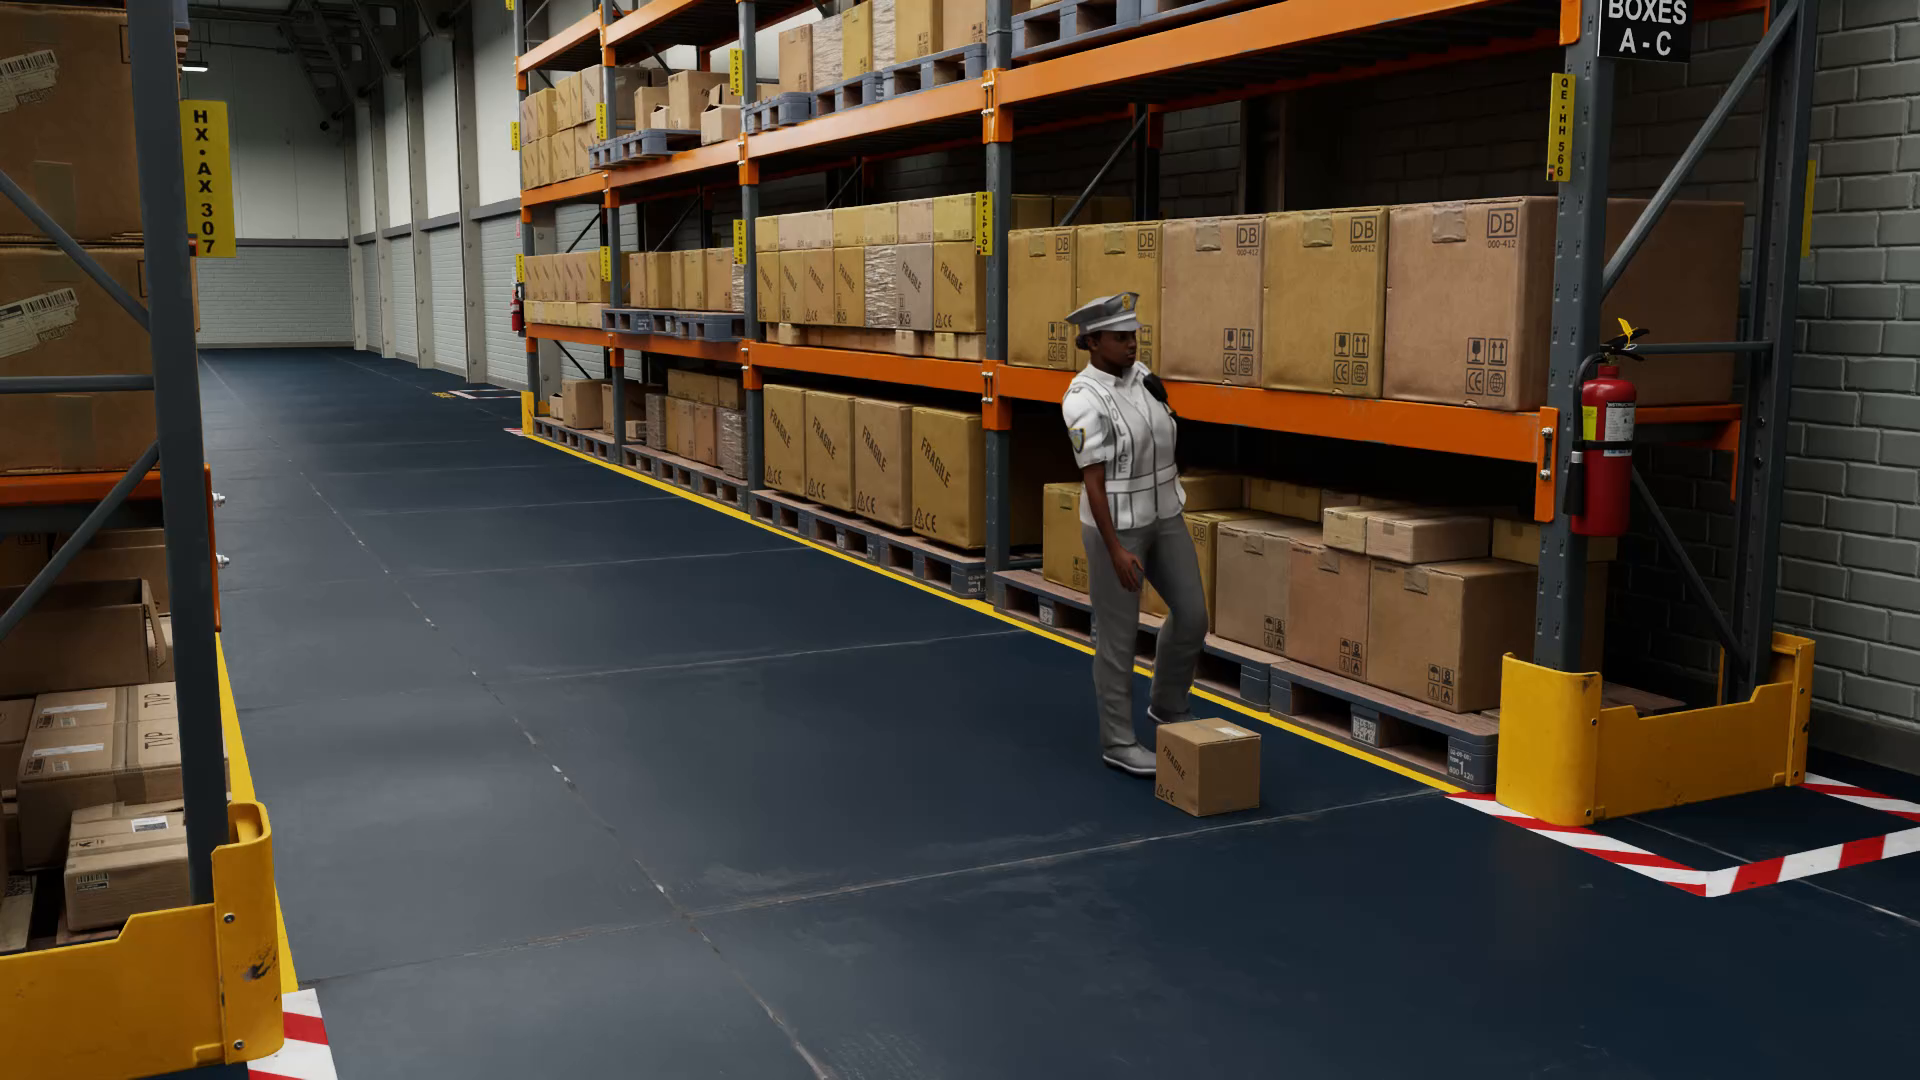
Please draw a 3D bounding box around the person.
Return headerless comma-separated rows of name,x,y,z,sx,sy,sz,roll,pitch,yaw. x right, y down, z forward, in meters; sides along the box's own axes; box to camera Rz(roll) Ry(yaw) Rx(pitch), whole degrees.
person,0.666,-0.031,5.887,0.665,1.680,0.402,-6,10,-34
